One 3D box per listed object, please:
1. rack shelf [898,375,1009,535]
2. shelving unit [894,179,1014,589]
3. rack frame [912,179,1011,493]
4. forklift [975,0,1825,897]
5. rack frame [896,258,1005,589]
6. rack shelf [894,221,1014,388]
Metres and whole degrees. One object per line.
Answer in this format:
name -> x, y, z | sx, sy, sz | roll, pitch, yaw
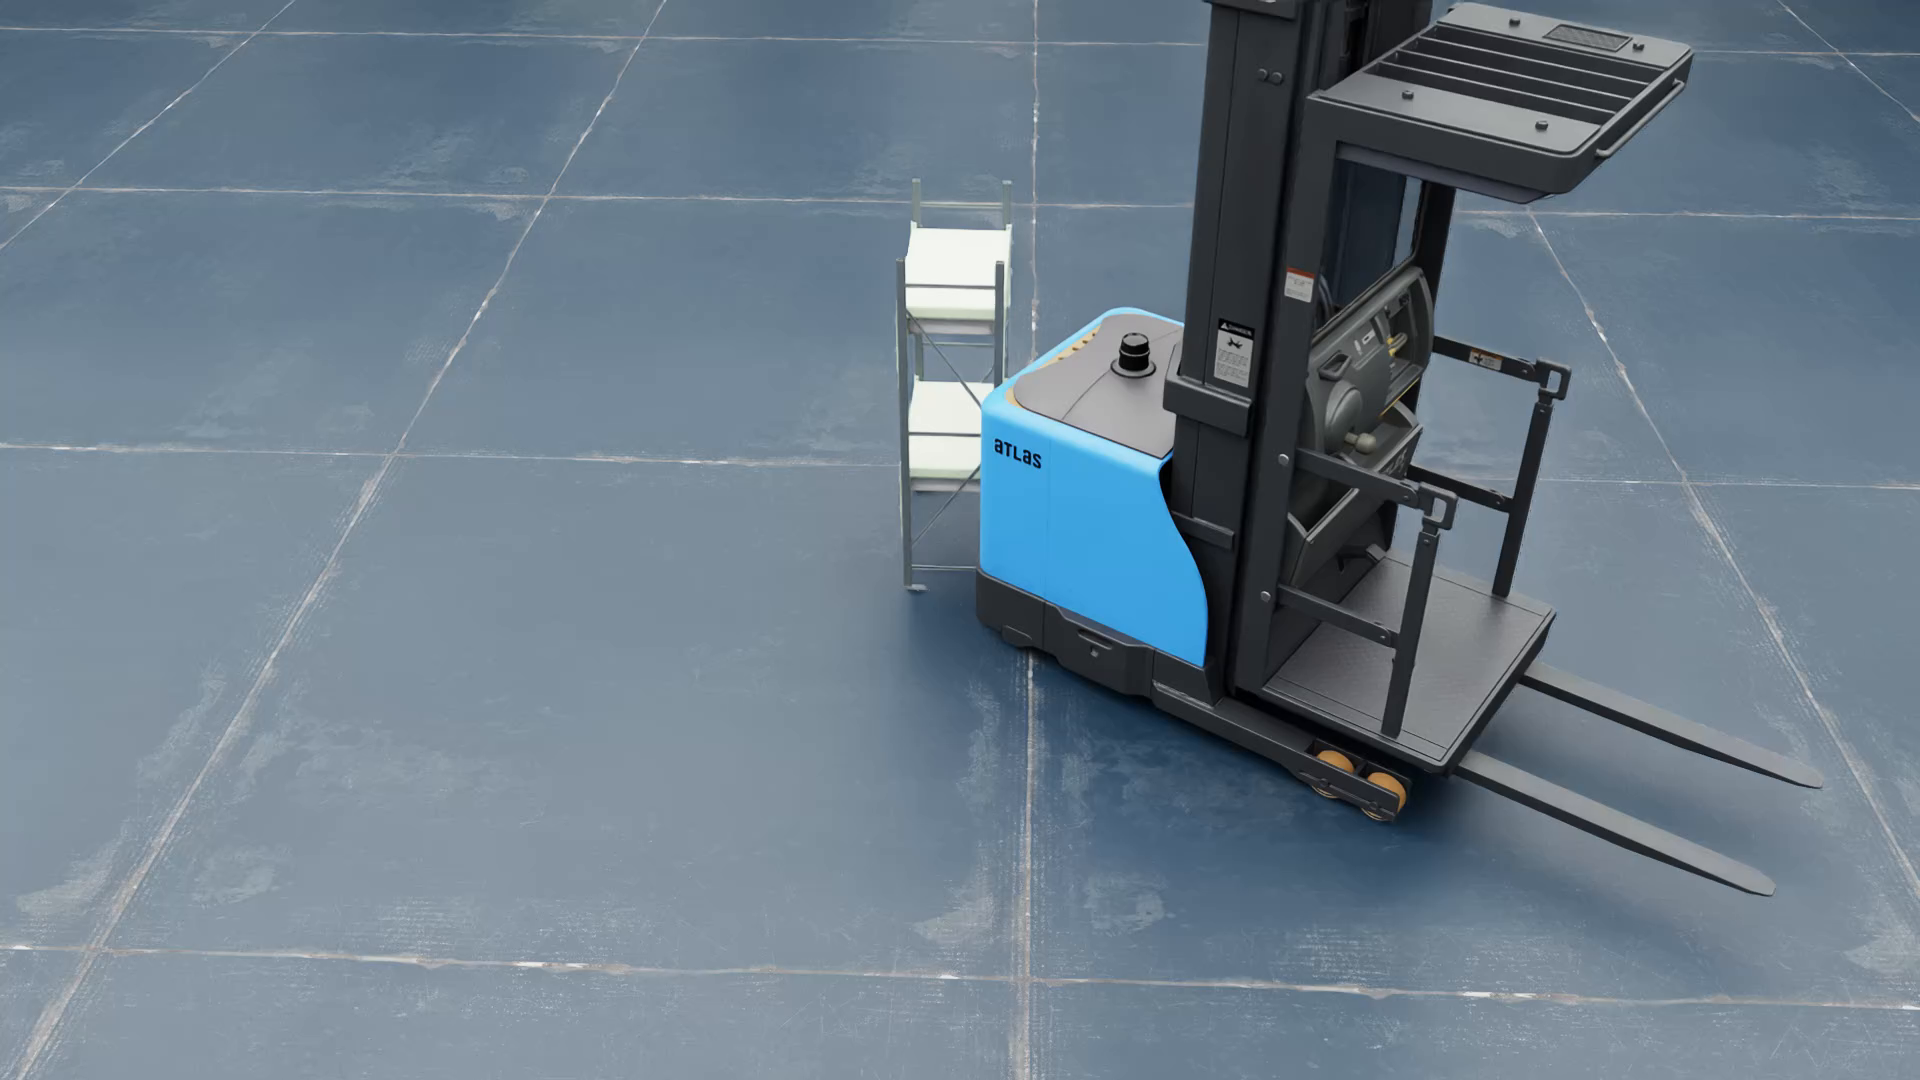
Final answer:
rack shelf -> -0.014, -0.354, 7.016 | 0.431, 0.370, 0.720 | 2, 35, 3
shelving unit -> -0.014, -0.620, 6.828 | 0.431, 1.500, 0.755 | 2, 35, 3
rack frame -> 0.007, -0.830, 7.127 | 0.400, 1.500, 0.023 | 2, 35, 3
forklift -> 1.550, -0.561, 5.500 | 3.031, 2.935, 1.130 | 23, 41, 29
rack frame -> -0.035, -0.410, 6.529 | 0.400, 1.500, 0.023 | 2, 35, 3
rack shelf -> -0.014, -0.940, 6.604 | 0.431, 0.370, 0.720 | 2, 35, 3
